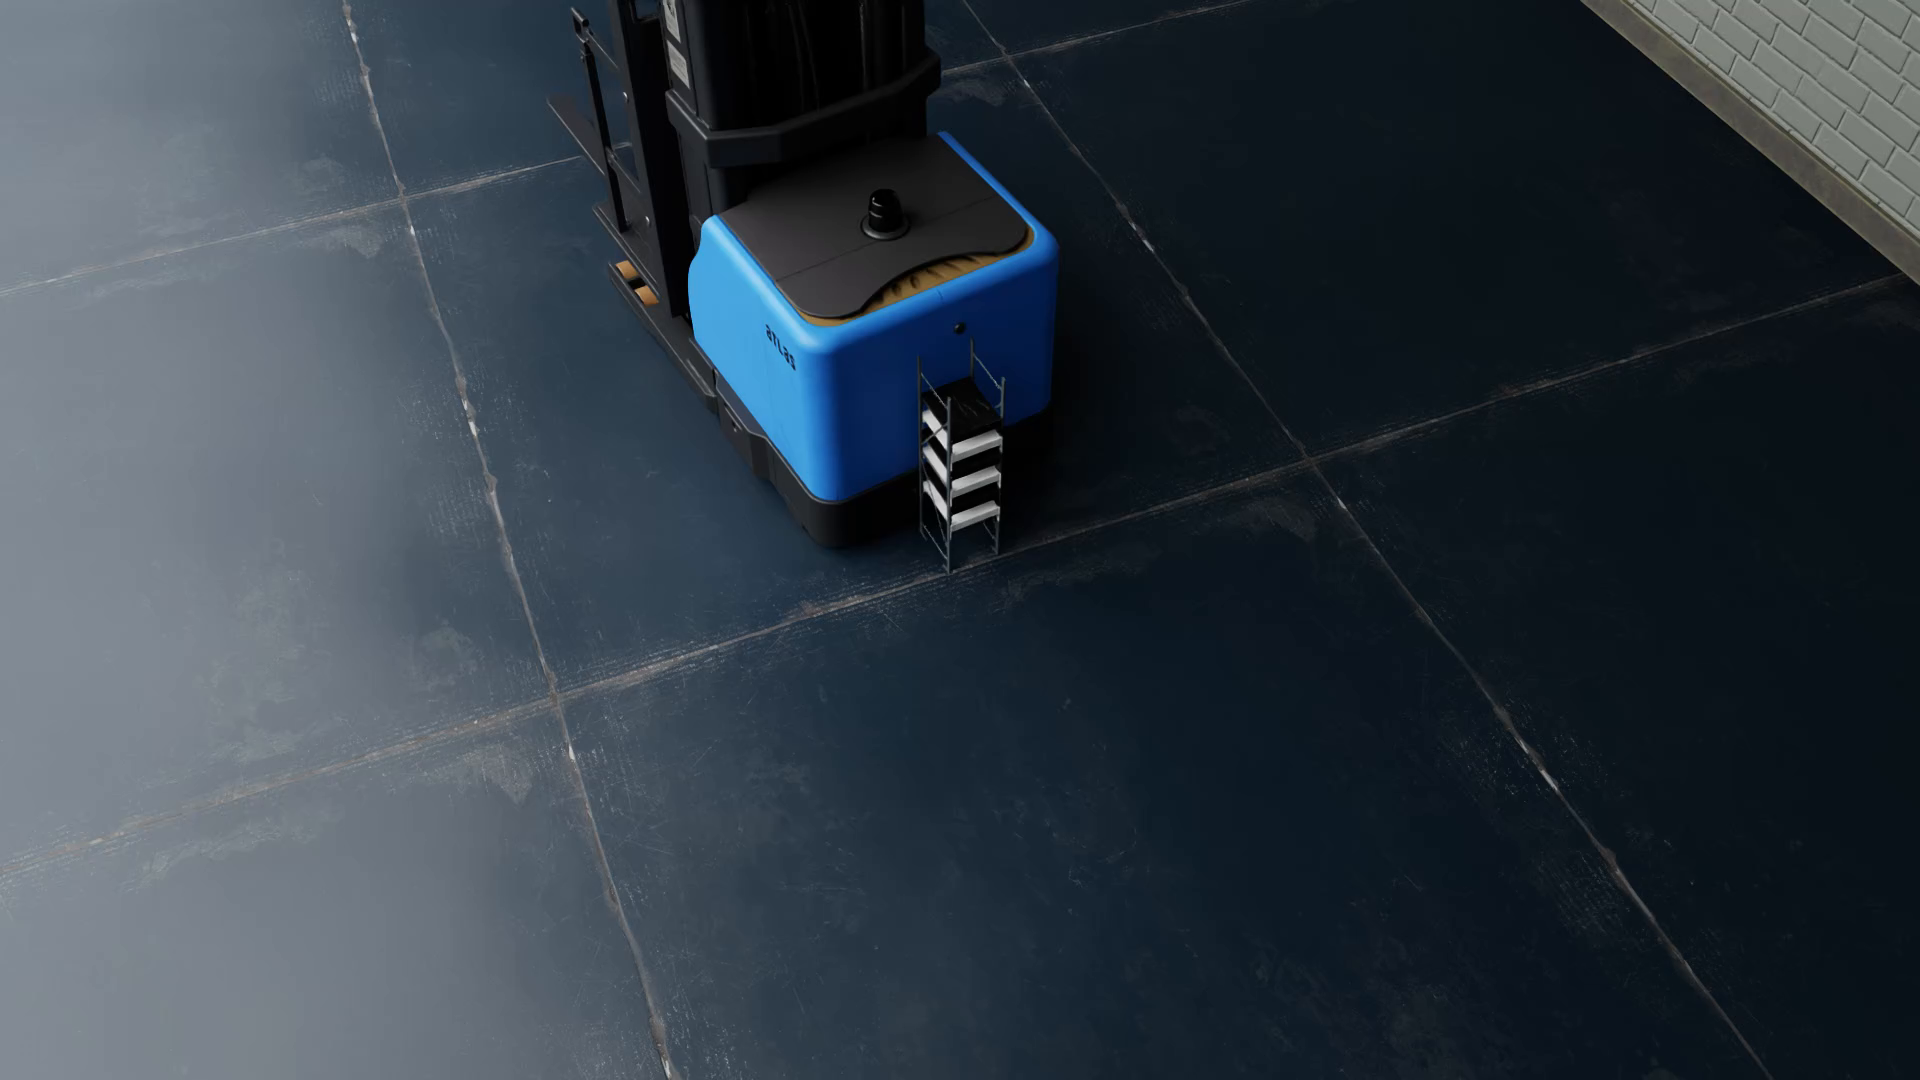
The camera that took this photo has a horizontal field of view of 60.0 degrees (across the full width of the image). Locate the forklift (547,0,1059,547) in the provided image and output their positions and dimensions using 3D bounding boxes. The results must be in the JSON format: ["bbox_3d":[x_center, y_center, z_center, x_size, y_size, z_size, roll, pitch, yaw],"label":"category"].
[{"bbox_3d":[-0.843,-2.036,6.066,1.130,2.935,3.031,-25,54,-20],"label":"forklift"}]

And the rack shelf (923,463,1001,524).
[{"bbox_3d":[-0.001,-0.200,5.990,0.200,0.077,0.258,-21,53,-18],"label":"rack shelf"}]

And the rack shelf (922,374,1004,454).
[{"bbox_3d":[0.002,-0.436,5.718,0.200,0.077,0.258,-21,53,-18],"label":"rack shelf"}]

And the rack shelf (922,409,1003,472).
[{"bbox_3d":[0.001,-0.377,5.786,0.200,0.077,0.258,-21,53,-18],"label":"rack shelf"}]

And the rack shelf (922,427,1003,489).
[{"bbox_3d":[0.001,-0.318,5.854,0.200,0.077,0.258,-21,53,-18],"label":"rack shelf"}]

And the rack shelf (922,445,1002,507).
[{"bbox_3d":[0.000,-0.259,5.922,0.200,0.077,0.258,-21,53,-18],"label":"rack shelf"}]

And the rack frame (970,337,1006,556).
[{"bbox_3d":[0.090,-0.316,5.928,0.006,0.900,0.240,-21,53,-18],"label":"rack frame"}]

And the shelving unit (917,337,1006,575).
[{"bbox_3d":[0.000,-0.281,5.897,0.210,0.900,0.258,-21,53,-18],"label":"shelving unit"}]

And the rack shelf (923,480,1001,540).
[{"bbox_3d":[-0.002,-0.141,6.058,0.200,0.077,0.258,-21,53,-18],"label":"rack shelf"}]

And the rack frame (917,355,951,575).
[{"bbox_3d":[-0.090,-0.246,5.865,0.006,0.900,0.240,-21,53,-18],"label":"rack frame"}]
